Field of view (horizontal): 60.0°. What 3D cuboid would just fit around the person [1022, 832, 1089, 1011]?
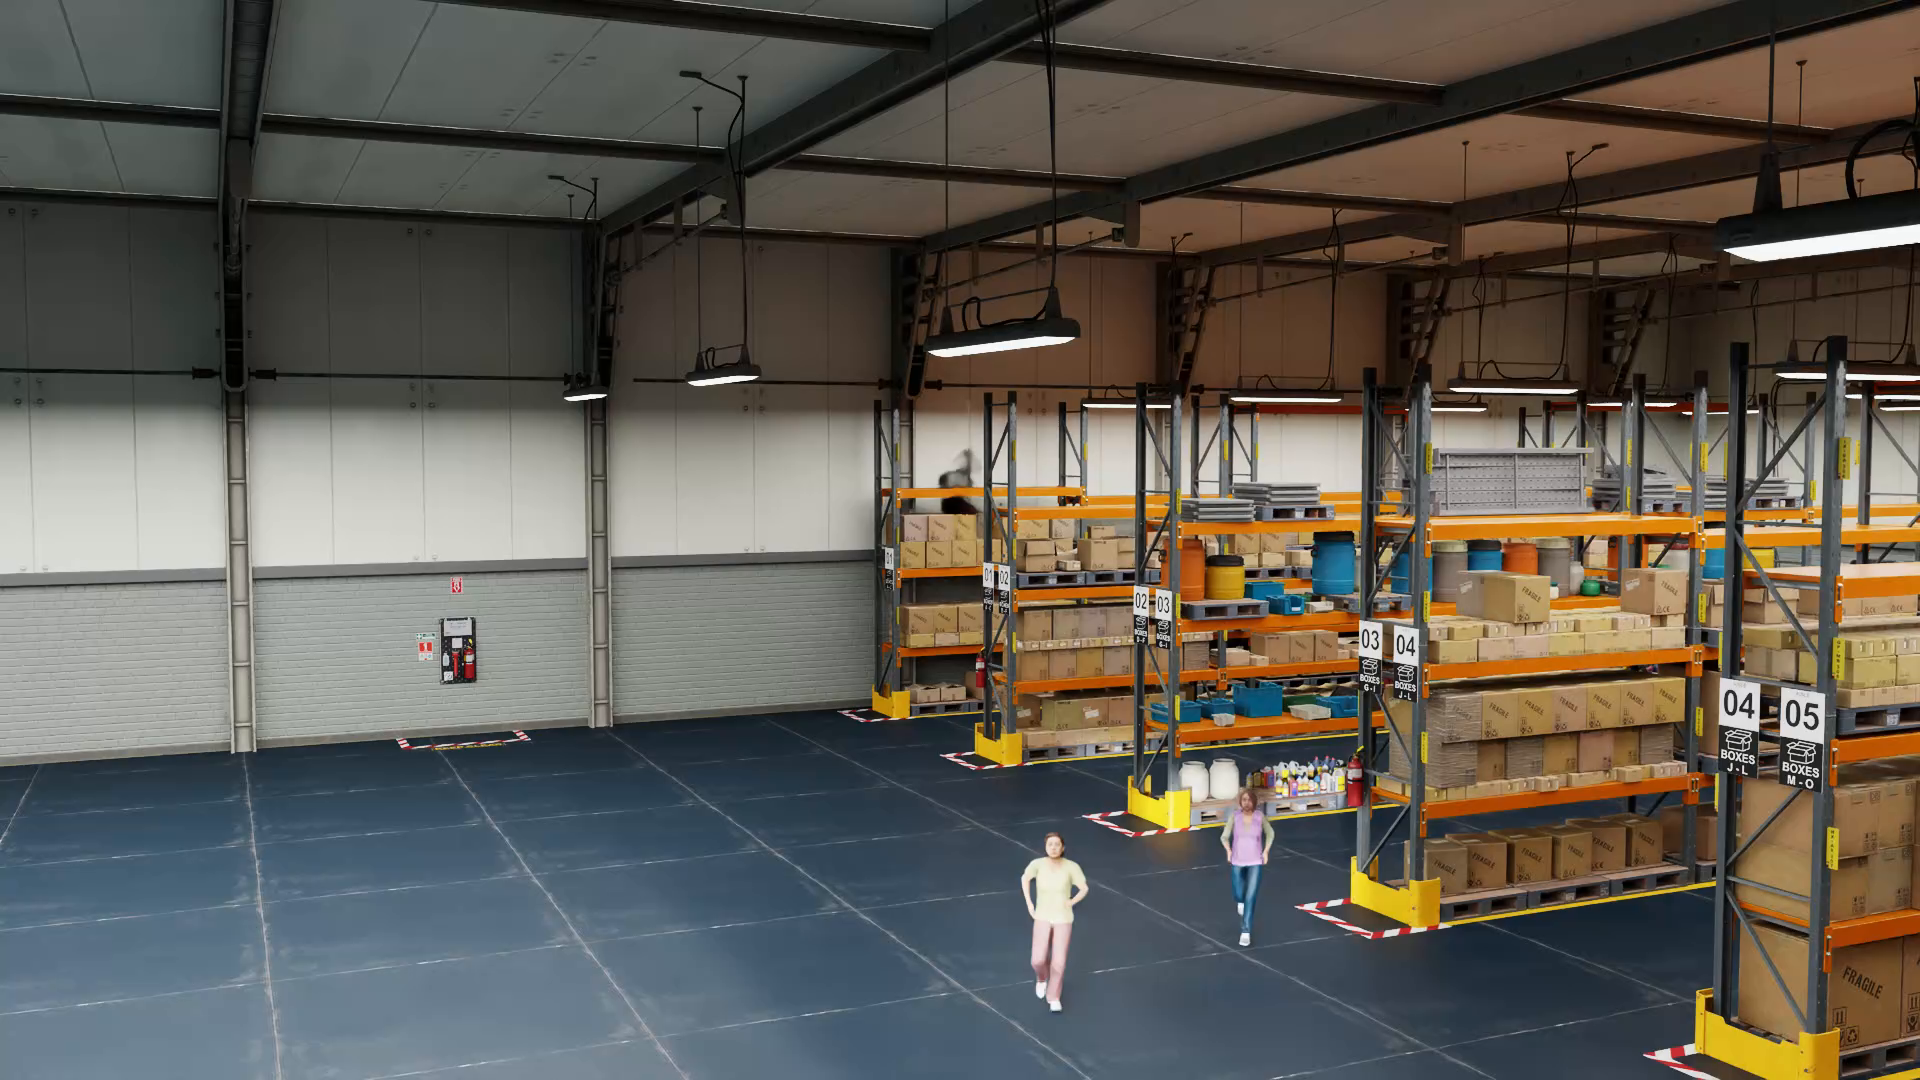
[{"bbox_3d":[0.850,3.464,15.090,0.624,1.638,0.514,1,3,9],"label":"person"}]

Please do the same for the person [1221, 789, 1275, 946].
[{"bbox_3d":[3.004,3.375,17.371,0.554,1.576,0.732,1,3,12],"label":"person"}]
